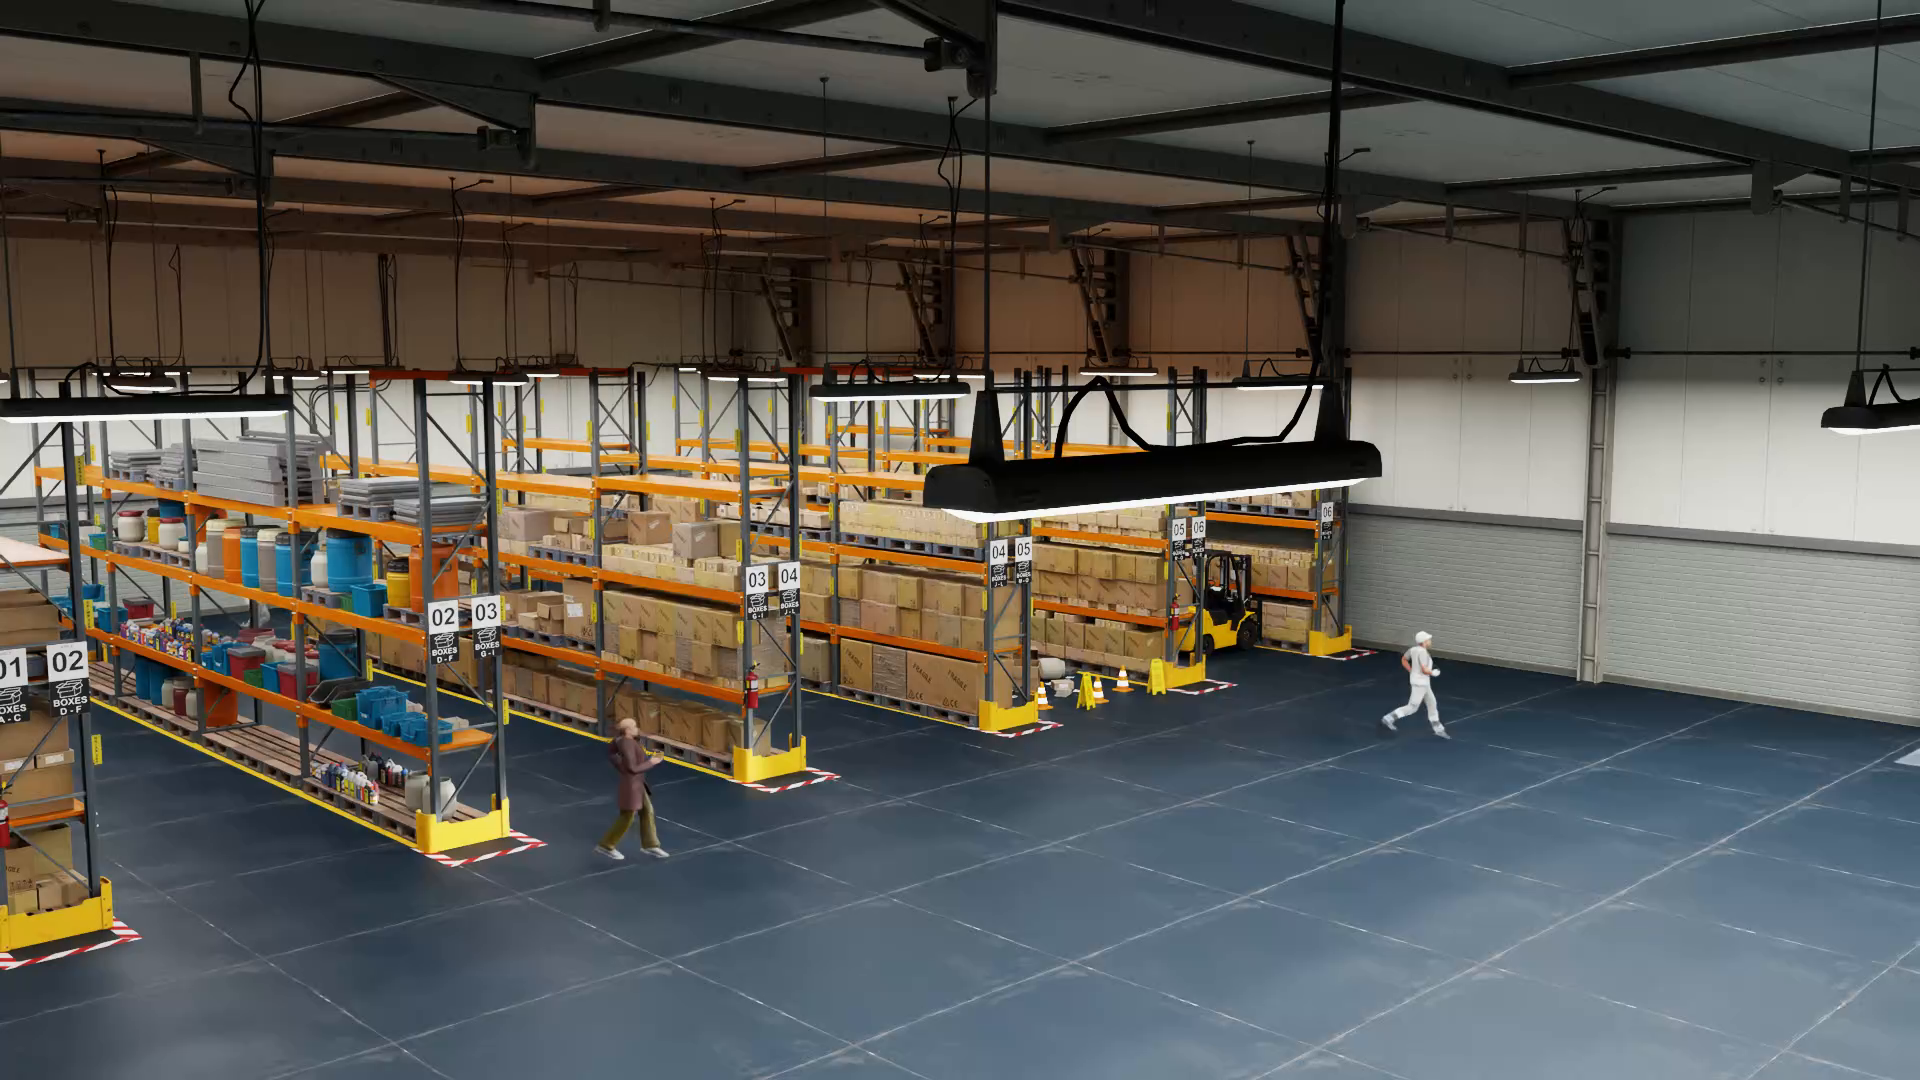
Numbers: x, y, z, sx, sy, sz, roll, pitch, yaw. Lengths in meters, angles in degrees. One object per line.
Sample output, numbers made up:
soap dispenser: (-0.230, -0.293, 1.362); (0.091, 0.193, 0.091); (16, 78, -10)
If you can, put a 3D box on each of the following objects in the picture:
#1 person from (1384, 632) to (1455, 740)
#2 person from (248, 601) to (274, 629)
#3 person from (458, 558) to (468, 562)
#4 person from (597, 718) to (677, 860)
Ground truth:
person: (7.531, 2.394, 27.143); (1.167, 1.783, 0.624); (1, 7, 8)
person: (-15.416, 1.343, 36.601); (0.589, 1.737, 0.687); (-5, 8, -38)
person: (-11.409, 1.217, 38.143); (0.634, 1.647, 0.571); (-2, 7, -17)
person: (-4.018, 3.100, 20.628); (0.981, 1.789, 0.695); (-1, 7, -11)
